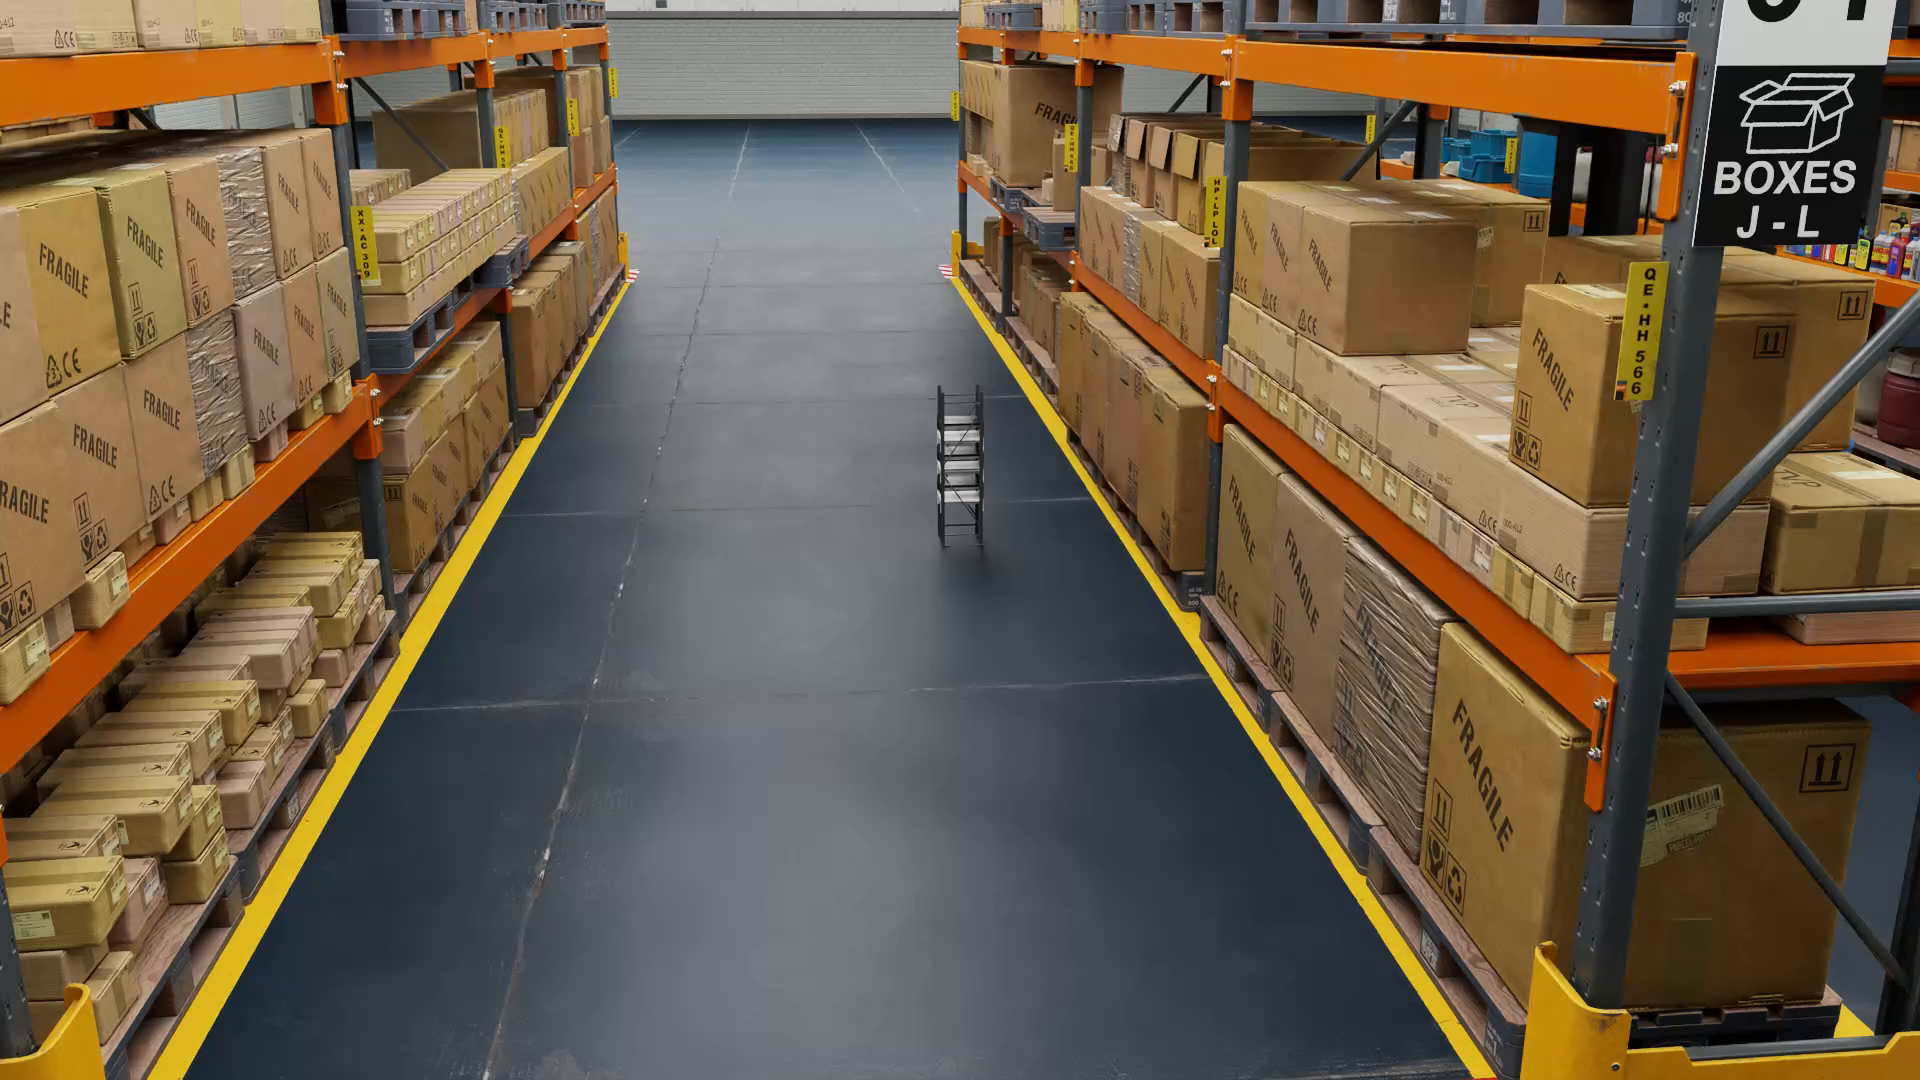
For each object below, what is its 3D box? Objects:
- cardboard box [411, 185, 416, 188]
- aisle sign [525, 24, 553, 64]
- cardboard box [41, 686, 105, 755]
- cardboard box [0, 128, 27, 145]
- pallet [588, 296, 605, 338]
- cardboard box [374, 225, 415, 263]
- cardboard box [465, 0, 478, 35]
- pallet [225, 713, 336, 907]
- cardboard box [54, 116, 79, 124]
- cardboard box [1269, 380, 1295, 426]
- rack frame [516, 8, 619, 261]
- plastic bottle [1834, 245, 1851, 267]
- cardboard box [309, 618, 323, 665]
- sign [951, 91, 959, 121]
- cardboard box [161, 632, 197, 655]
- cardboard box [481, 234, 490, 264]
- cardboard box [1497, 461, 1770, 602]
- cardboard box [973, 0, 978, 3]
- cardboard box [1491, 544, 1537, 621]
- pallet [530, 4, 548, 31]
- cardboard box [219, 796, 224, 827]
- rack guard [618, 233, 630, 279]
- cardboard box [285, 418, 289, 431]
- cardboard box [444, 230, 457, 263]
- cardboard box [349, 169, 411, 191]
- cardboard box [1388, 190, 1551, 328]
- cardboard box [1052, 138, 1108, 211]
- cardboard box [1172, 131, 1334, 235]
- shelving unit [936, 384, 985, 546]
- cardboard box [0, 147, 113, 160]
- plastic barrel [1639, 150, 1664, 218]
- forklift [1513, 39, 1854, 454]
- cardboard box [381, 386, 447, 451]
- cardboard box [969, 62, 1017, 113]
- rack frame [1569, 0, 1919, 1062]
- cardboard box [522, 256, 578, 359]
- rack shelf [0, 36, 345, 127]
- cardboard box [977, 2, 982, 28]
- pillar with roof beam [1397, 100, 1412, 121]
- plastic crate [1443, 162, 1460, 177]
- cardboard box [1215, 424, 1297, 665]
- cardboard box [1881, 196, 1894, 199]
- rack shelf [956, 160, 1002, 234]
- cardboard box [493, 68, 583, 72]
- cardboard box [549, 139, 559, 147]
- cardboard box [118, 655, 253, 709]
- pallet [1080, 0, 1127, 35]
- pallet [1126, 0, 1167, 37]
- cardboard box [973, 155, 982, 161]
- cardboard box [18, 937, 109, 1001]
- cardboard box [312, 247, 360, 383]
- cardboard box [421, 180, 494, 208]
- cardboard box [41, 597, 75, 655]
[{"bbox_3d":[-3.944,-2.267,11.724,0.500,0.500,0.500,-2,18,-6],"label":"cardboard box"},{"bbox_3d":[-4.762,-5.729,18.579,0.394,0.787,0.004,-2,18,-6],"label":"aisle sign"},{"bbox_3d":[-3.198,0.627,5.739,0.380,0.149,0.250,-2,18,-7],"label":"cardboard box"},{"bbox_3d":[-8.725,-3.432,14.937,0.500,0.500,0.500,-2,18,-6],"label":"cardboard box"},{"bbox_3d":[-4.044,-2.184,16.281,1.003,0.211,1.213,-2,18,-6],"label":"pallet"},{"bbox_3d":[-2.801,-1.398,7.847,0.380,0.149,0.250,-1,17,-3],"label":"cardboard box"},{"bbox_3d":[-3.319,-3.410,10.357,0.500,0.500,0.500,-2,18,-6],"label":"cardboard box"},{"bbox_3d":[-2.985,0.992,6.166,1.003,0.211,1.213,-2,18,-6],"label":"pallet"},{"bbox_3d":[-8.842,-4.210,15.747,0.700,0.500,0.500,-2,18,-7],"label":"cardboard box"},{"bbox_3d":[1.509,-0.572,6.910,0.380,0.149,0.250,-2,18,-7],"label":"cardboard box"},{"bbox_3d":[-4.456,-4.477,18.930,1.000,3.000,0.127,-2,18,-6],"label":"rack frame"},{"bbox_3d":[5.979,-1.996,11.222,0.061,0.283,0.133,-2,18,-6],"label":"plastic bottle"},{"bbox_3d":[-2.856,0.437,6.838,0.380,0.149,0.250,-2,18,-5],"label":"cardboard box"},{"bbox_3d":[-0.052,-4.997,19.139,0.100,0.325,0.005,-2,18,-6],"label":"sign"},{"bbox_3d":[-3.298,0.458,6.771,0.380,0.149,0.250,-3,18,-8],"label":"cardboard box"},{"bbox_3d":[-3.020,-1.736,9.918,0.380,0.149,0.250,-3,18,-8],"label":"cardboard box"},{"bbox_3d":[1.824,-0.040,4.550,0.500,0.250,0.500,-2,18,-7],"label":"cardboard box"},{"bbox_3d":[0.344,-5.753,17.572,0.380,0.149,0.250,-2,18,-6],"label":"cardboard box"},{"bbox_3d":[1.746,0.113,4.728,0.380,0.149,0.250,-2,18,-5],"label":"cardboard box"},{"bbox_3d":[-3.900,-4.354,13.848,0.805,0.209,1.217,-2,18,-8],"label":"pallet"},{"bbox_3d":[-2.721,0.982,5.600,0.380,0.149,0.250,-2,18,-5],"label":"cardboard box"},{"bbox_3d":[-4.458,-3.292,19.327,1.175,0.500,0.348,-2,18,-6],"label":"rack guard"},{"bbox_3d":[-2.894,-0.470,6.587,0.380,0.149,0.250,-2,18,-7],"label":"cardboard box"},{"bbox_3d":[-2.914,-1.568,8.885,0.380,0.149,0.250,-1,17,-3],"label":"cardboard box"},{"bbox_3d":[-3.775,-2.313,10.762,0.380,0.149,0.250,-2,18,-6],"label":"cardboard box"},{"bbox_3d":[2.087,-1.175,6.914,0.500,0.500,0.500,-2,18,-5],"label":"cardboard box"},{"bbox_3d":[1.061,-2.788,12.681,0.700,0.500,0.500,1,17,3],"label":"cardboard box"},{"bbox_3d":[1.592,-1.946,9.027,0.797,0.503,0.637,-2,17,-5],"label":"cardboard box"},{"bbox_3d":[0.001,-0.427,9.535,0.258,0.900,0.210,-2,18,-6],"label":"shelving unit"},{"bbox_3d":[-3.324,-1.122,5.909,0.500,0.500,0.500,-1,17,-5],"label":"cardboard box"},{"bbox_3d":[5.828,-2.987,13.957,0.433,0.535,0.433,0,17,0],"label":"plastic barrel"},{"bbox_3d":[3.560,-1.297,8.914,1.130,2.935,3.031,-1,17,-3],"label":"forklift"},{"bbox_3d":[-3.089,-0.654,8.974,0.500,0.250,0.500,-1,17,-4],"label":"cardboard box"},{"bbox_3d":[0.371,-4.797,17.615,0.500,0.500,0.500,-2,18,-6],"label":"cardboard box"},{"bbox_3d":[2.135,0.167,4.138,0.949,2.616,0.053,-2,18,-6],"label":"rack frame"},{"bbox_3d":[-3.794,-1.943,13.912,1.050,0.750,0.750,-2,18,-6],"label":"cardboard box"},{"bbox_3d":[-3.012,-1.394,5.303,1.077,0.370,4.000,-2,18,-6],"label":"rack shelf"},{"bbox_3d":[0.446,-5.352,16.960,0.500,0.250,0.500,-1,17,-4],"label":"cardboard box"},{"bbox_3d":[8.825,-16.545,47.353,9.100,9.000,0.400,-2,18,-6],"label":"pillar with roof beam"},{"bbox_3d":[5.408,-3.912,17.569,0.530,0.136,0.437,-2,18,-6],"label":"plastic crate"},{"bbox_3d":[1.714,-0.013,7.556,0.875,0.875,0.875,-2,18,-6],"label":"cardboard box"},{"bbox_3d":[10.294,-3.687,19.052,0.500,0.500,0.500,-2,18,-6],"label":"cardboard box"},{"bbox_3d":[0.694,-3.661,17.532,1.077,0.370,4.000,-2,18,-6],"label":"rack shelf"},{"bbox_3d":[-4.385,-4.620,17.332,0.875,0.550,0.550,-2,18,-6],"label":"cardboard box"},{"bbox_3d":[-4.093,-3.467,15.461,0.875,0.550,0.550,-2,18,-6],"label":"cardboard box"},{"bbox_3d":[-2.798,0.536,6.028,0.380,0.149,0.250,-2,18,-6],"label":"cardboard box"},{"bbox_3d":[1.432,-3.368,10.704,1.213,0.211,1.003,-1,17,-3],"label":"pallet"},{"bbox_3d":[1.551,-3.035,9.643,1.003,0.211,1.213,-1,17,-3],"label":"pallet"},{"bbox_3d":[0.344,-4.164,18.353,0.380,0.149,0.250,-2,18,-6],"label":"cardboard box"},{"bbox_3d":[-2.604,1.144,4.588,0.380,0.149,0.250,-1,17,-3],"label":"cardboard box"},{"bbox_3d":[-2.887,-0.956,7.051,0.500,0.500,0.500,-2,18,-6],"label":"cardboard box"},{"bbox_3d":[-3.042,-2.094,10.064,0.380,0.149,0.250,-1,17,-4],"label":"cardboard box"},{"bbox_3d":[-2.580,0.228,4.361,0.380,0.149,0.250,-1,17,-4],"label":"cardboard box"}]
